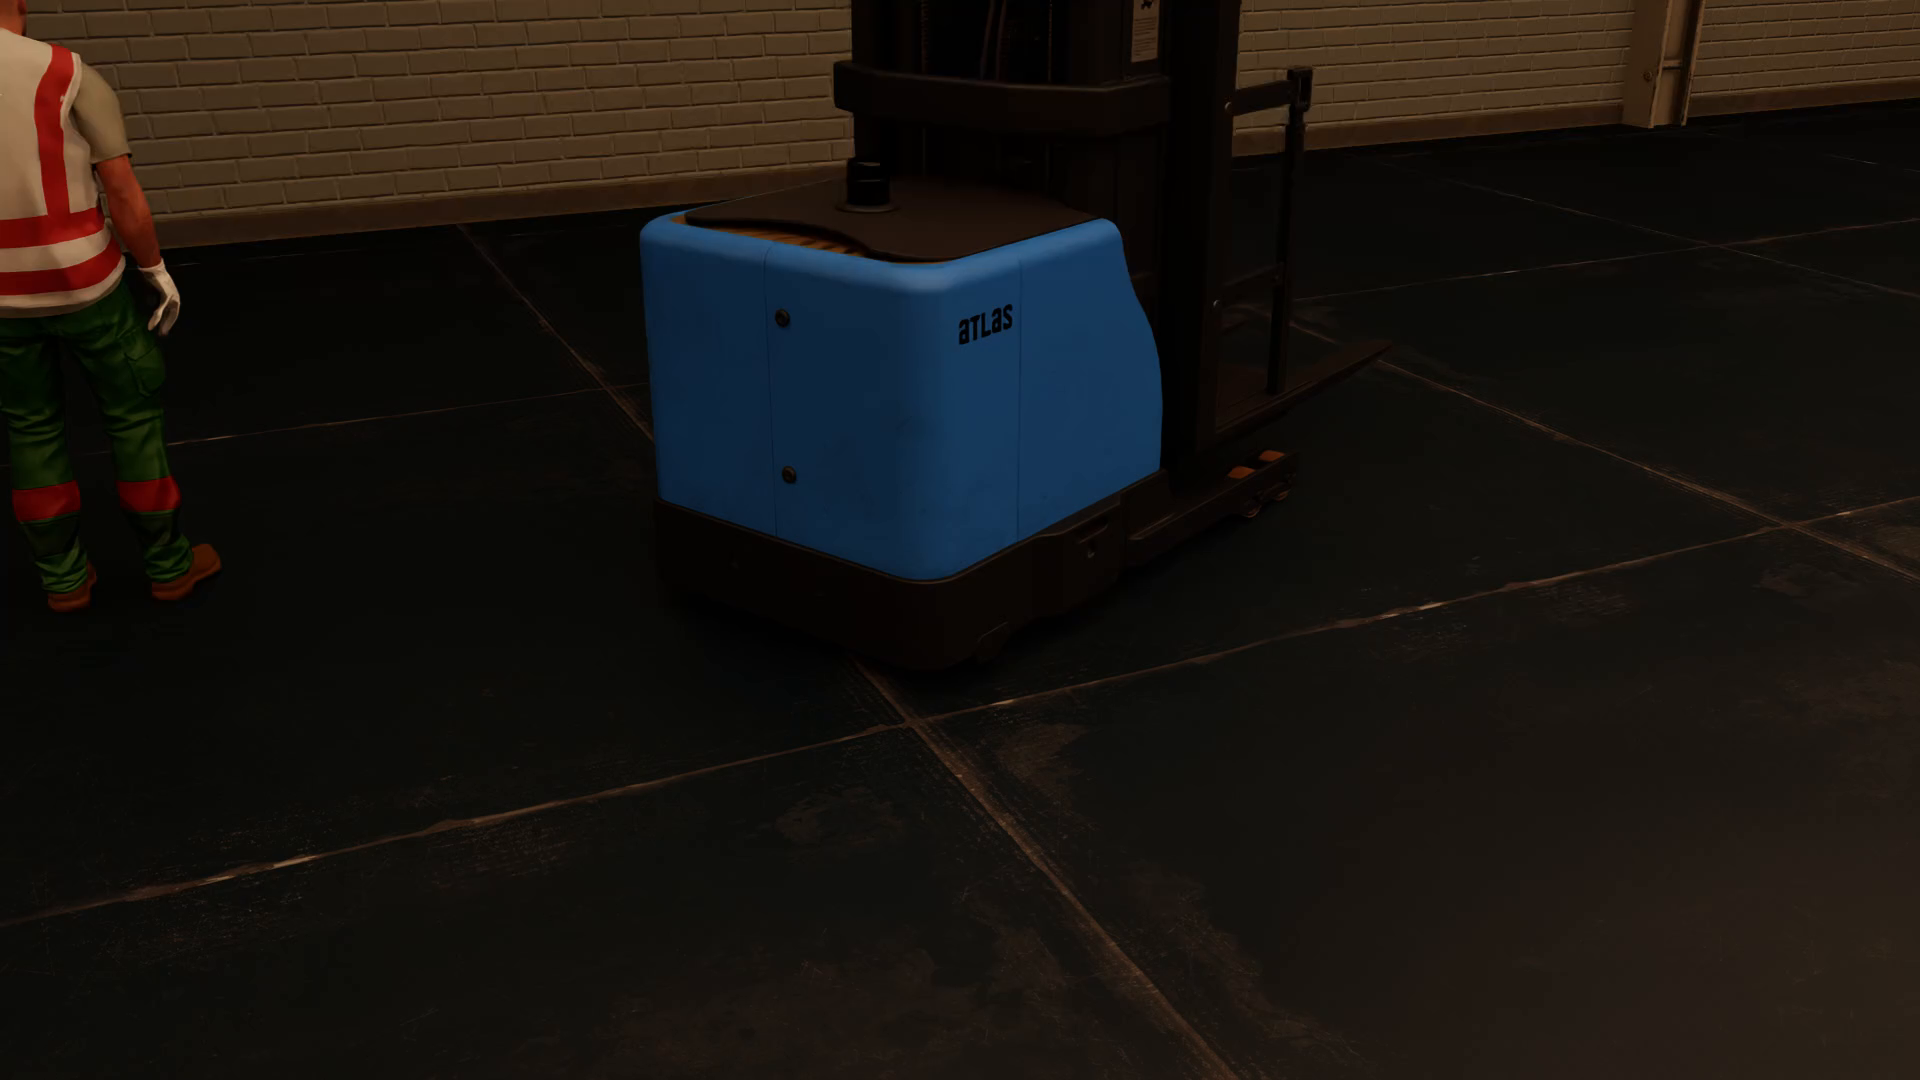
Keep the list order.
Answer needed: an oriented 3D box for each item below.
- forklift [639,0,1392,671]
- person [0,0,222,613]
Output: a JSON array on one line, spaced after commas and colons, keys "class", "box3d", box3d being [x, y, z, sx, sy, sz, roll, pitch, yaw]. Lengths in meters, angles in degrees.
[{"class": "forklift", "box3d": [0.453, -1.525, 4.958, 1.130, 2.935, 3.031, 17, 28, 35]}, {"class": "person", "box3d": [-2.409, -0.671, 4.410, 0.618, 1.777, 0.451, -5, 23, -11]}]
